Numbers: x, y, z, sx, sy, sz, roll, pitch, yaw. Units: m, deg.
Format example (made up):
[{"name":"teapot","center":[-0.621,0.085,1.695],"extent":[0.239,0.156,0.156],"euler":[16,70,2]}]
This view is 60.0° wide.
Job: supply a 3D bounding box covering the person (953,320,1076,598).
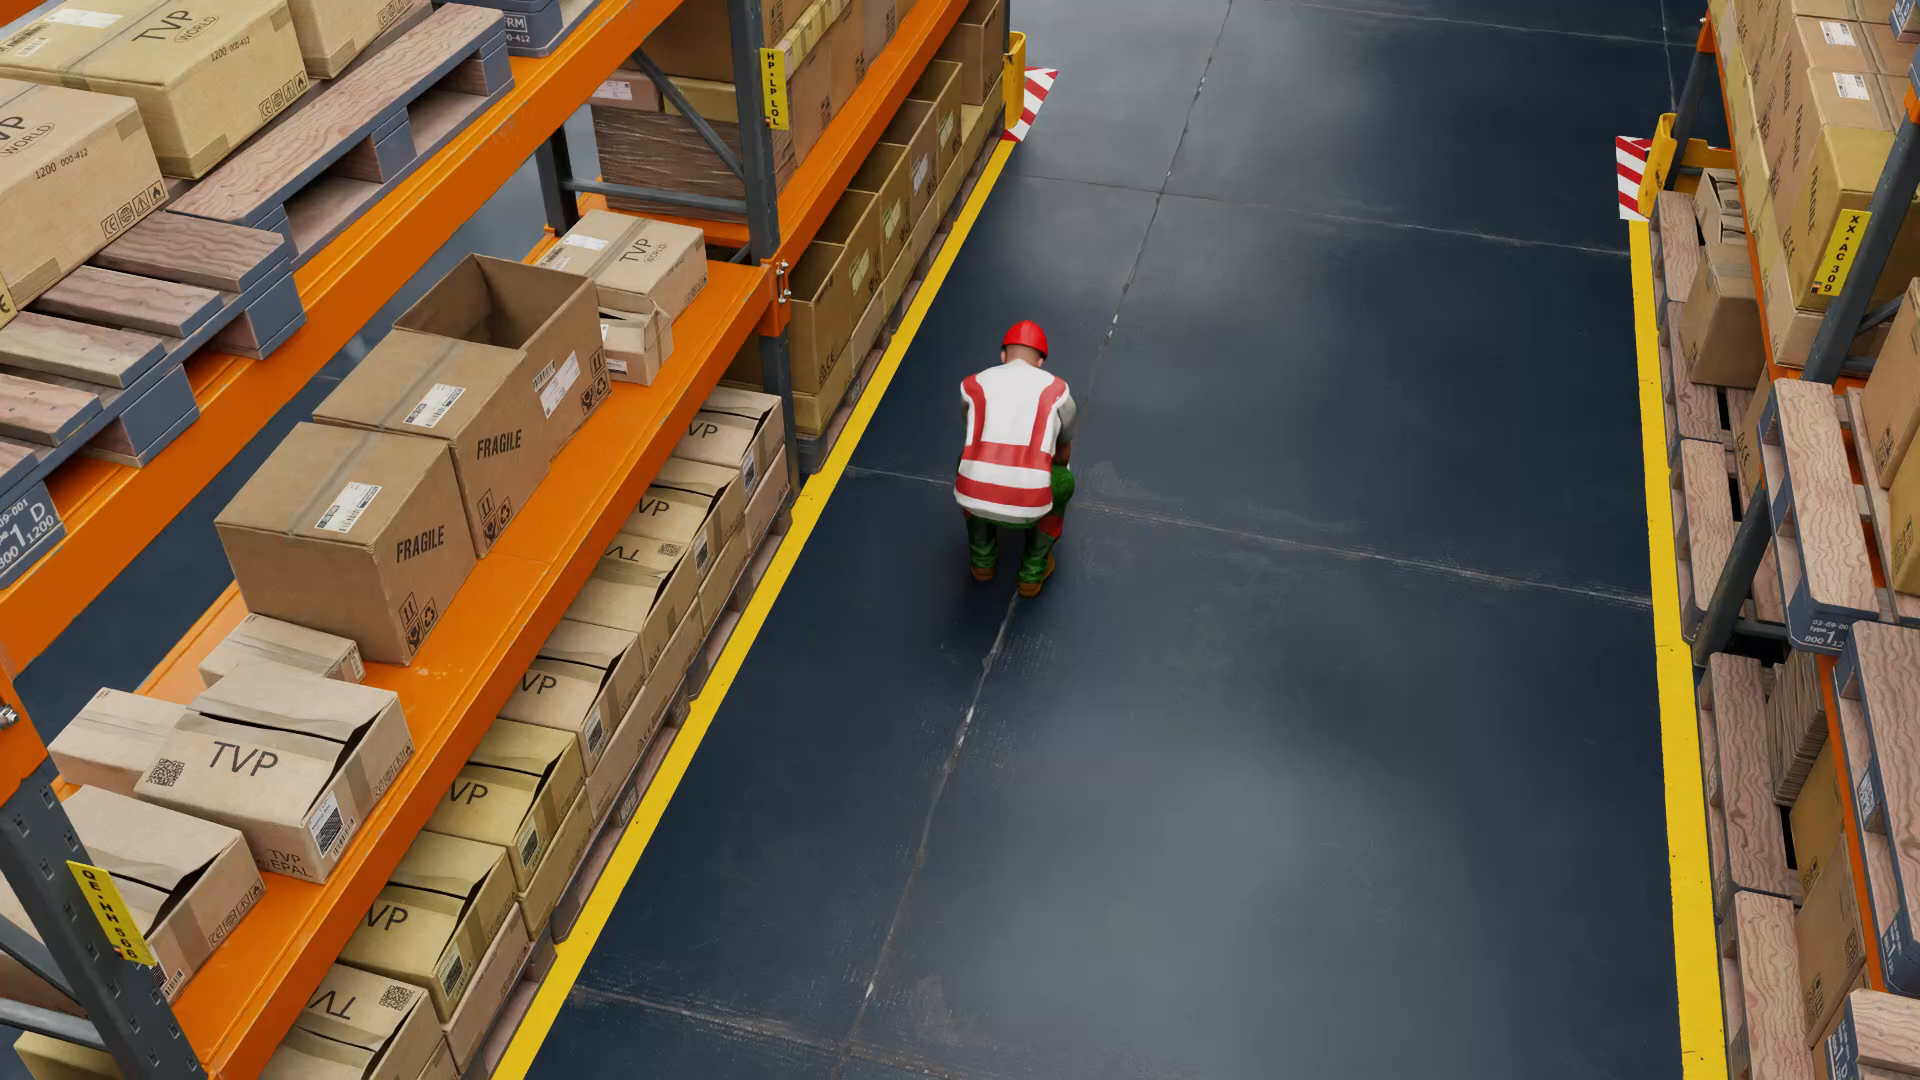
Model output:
[{"name":"person","center":[0.233,-0.316,7.124],"extent":[0.533,0.991,0.912],"euler":[9,41,10]}]
